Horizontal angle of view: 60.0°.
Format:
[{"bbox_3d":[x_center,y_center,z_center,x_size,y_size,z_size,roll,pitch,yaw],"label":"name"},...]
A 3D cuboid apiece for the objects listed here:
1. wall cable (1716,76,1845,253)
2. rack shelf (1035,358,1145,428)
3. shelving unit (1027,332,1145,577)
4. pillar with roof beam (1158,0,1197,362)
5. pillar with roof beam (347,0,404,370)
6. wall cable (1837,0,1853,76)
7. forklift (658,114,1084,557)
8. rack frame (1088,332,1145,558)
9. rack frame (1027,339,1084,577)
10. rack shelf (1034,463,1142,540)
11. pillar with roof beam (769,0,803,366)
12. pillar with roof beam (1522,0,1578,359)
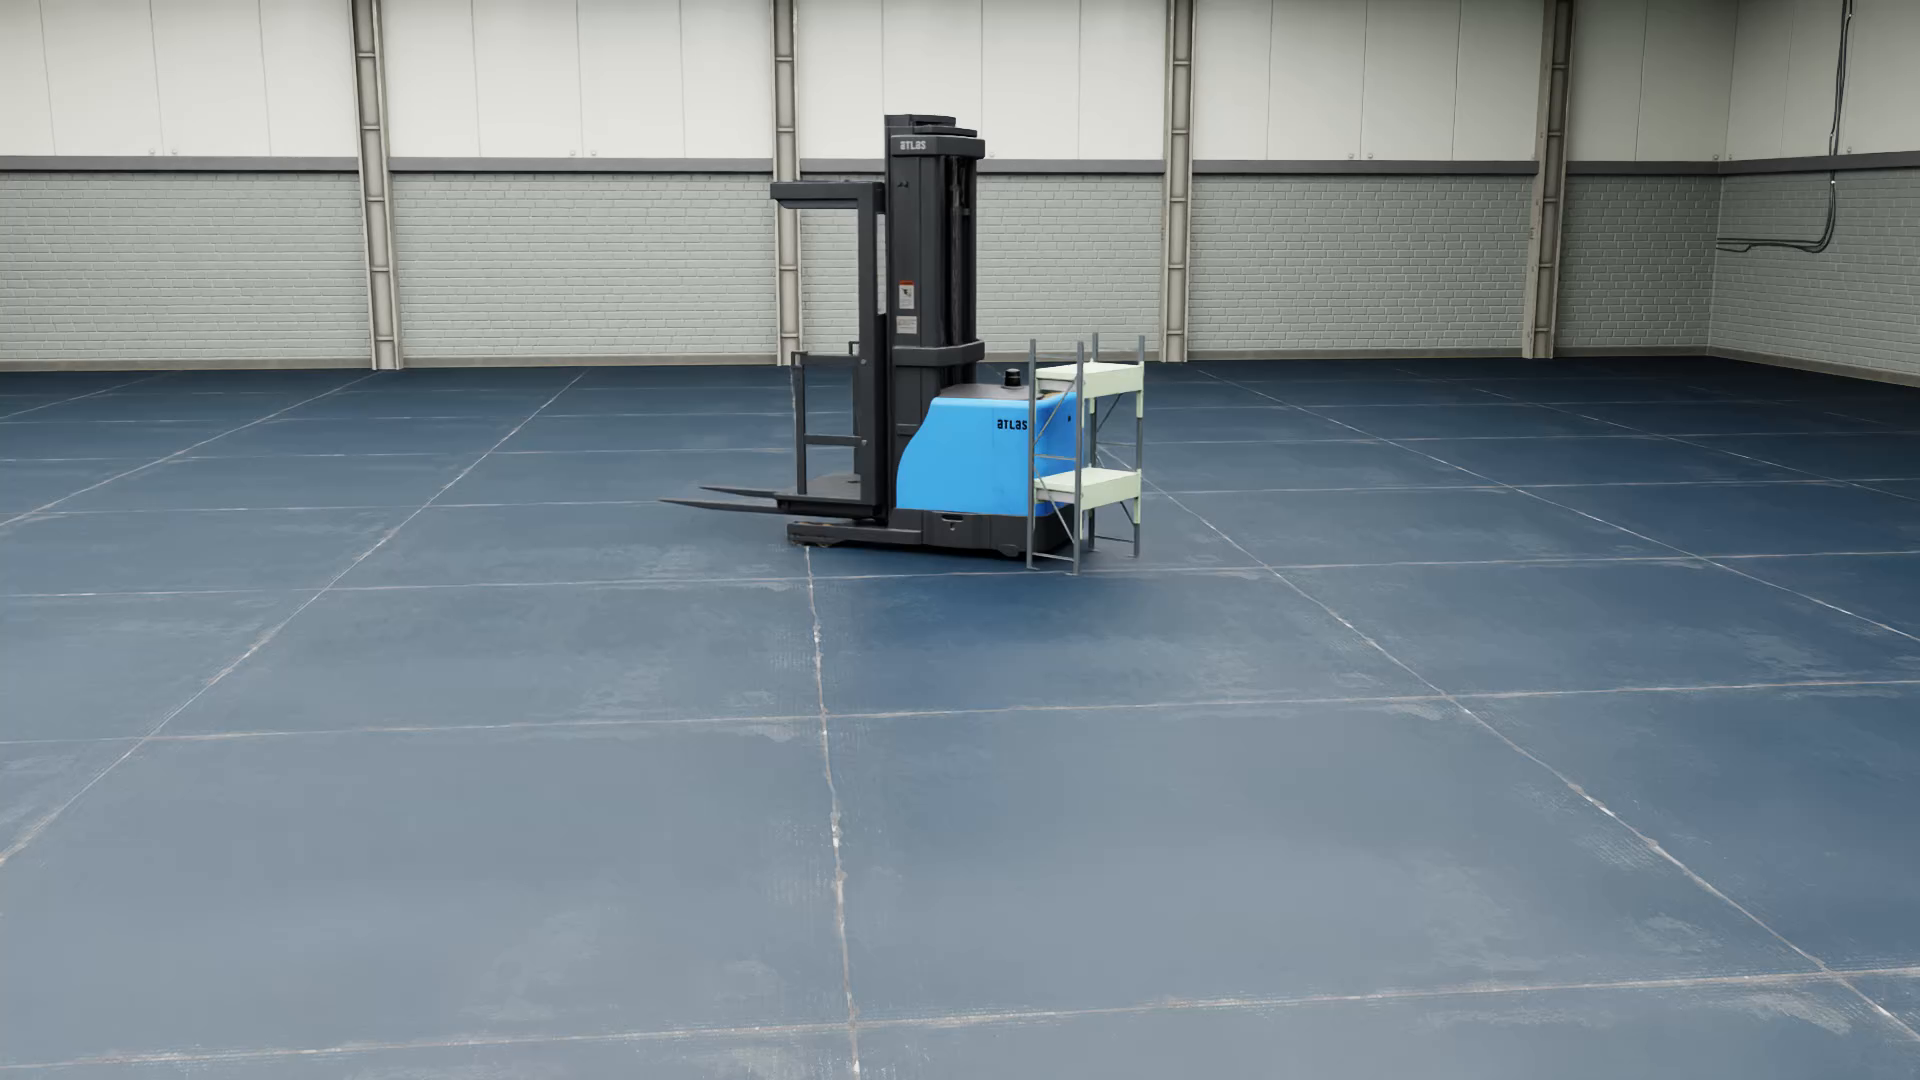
[{"bbox_3d":[12.390,-5.645,25.306,0.112,2.526,3.097,-1,11,-6],"label":"wall cable"},{"bbox_3d":[0.832,-0.965,10.862,0.431,0.370,0.720,9,14,37],"label":"rack shelf"},{"bbox_3d":[0.830,-0.583,10.938,0.431,1.500,0.755,9,14,37],"label":"shelving unit"},{"bbox_3d":[3.818,-6.411,21.149,0.400,9.000,9.100,-1,11,-6],"label":"pillar with roof beam"},{"bbox_3d":[-8.112,-6.161,19.878,0.400,9.000,9.100,-1,11,-6],"label":"pillar with roof beam"},{"bbox_3d":[12.682,-7.605,22.180,0.112,2.526,3.097,-1,11,-6],"label":"wall cable"},{"bbox_3d":[-0.686,-1.476,11.777,3.031,2.935,1.130,4,12,20],"label":"forklift"},{"bbox_3d":[1.053,-0.639,11.223,0.400,1.500,0.023,9,14,37],"label":"rack frame"},{"bbox_3d":[0.607,-0.527,10.654,0.400,1.500,0.023,9,14,37],"label":"rack frame"},{"bbox_3d":[0.829,-0.263,11.002,0.431,0.370,0.720,9,14,37],"label":"rack shelf"},{"bbox_3d":[-2.147,-6.286,20.513,0.400,9.000,9.100,-1,11,-6],"label":"pillar with roof beam"},{"bbox_3d":[9.783,-6.536,21.785,0.400,9.000,9.100,-1,11,-6],"label":"pillar with roof beam"}]
